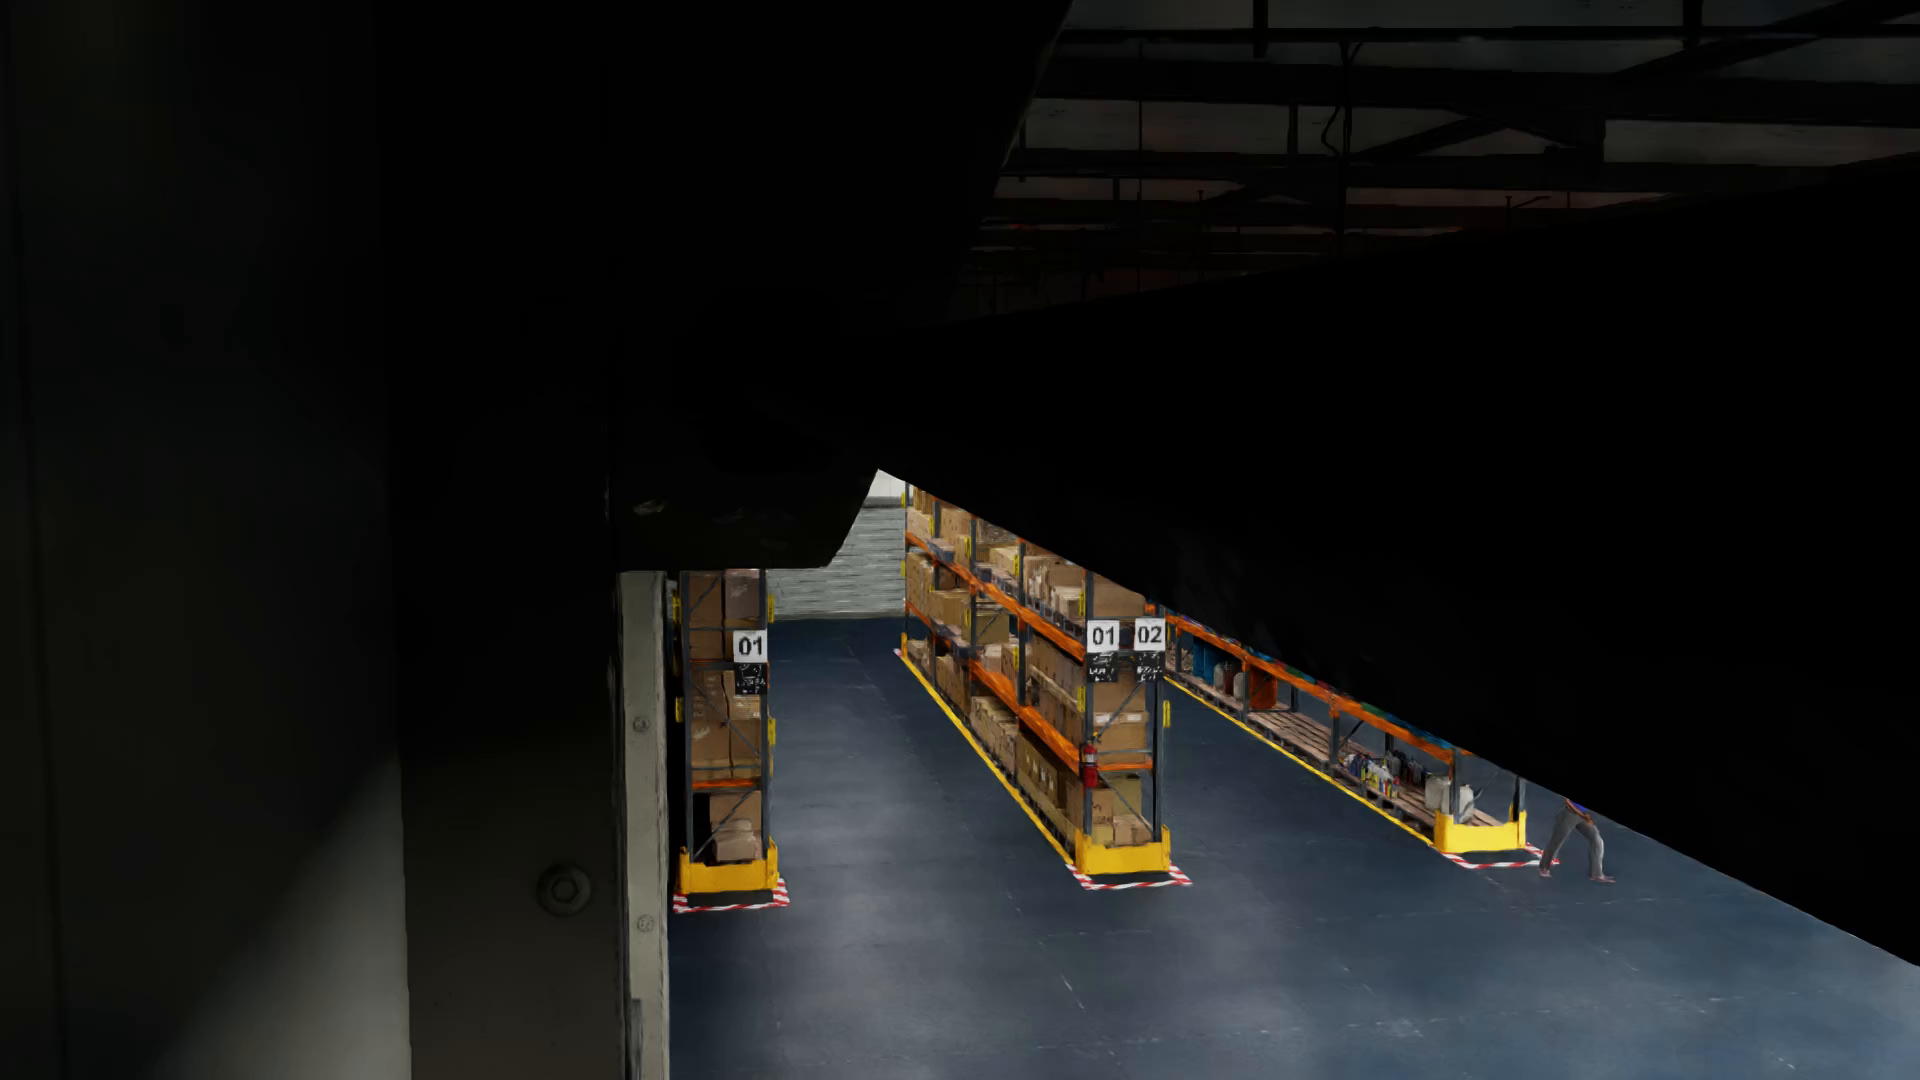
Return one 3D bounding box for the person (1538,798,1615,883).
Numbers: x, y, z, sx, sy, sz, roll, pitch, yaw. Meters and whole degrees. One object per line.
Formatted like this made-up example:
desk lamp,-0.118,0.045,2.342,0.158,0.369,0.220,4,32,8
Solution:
person,7.597,3.409,20.503,0.622,1.591,0.822,-3,7,-26
